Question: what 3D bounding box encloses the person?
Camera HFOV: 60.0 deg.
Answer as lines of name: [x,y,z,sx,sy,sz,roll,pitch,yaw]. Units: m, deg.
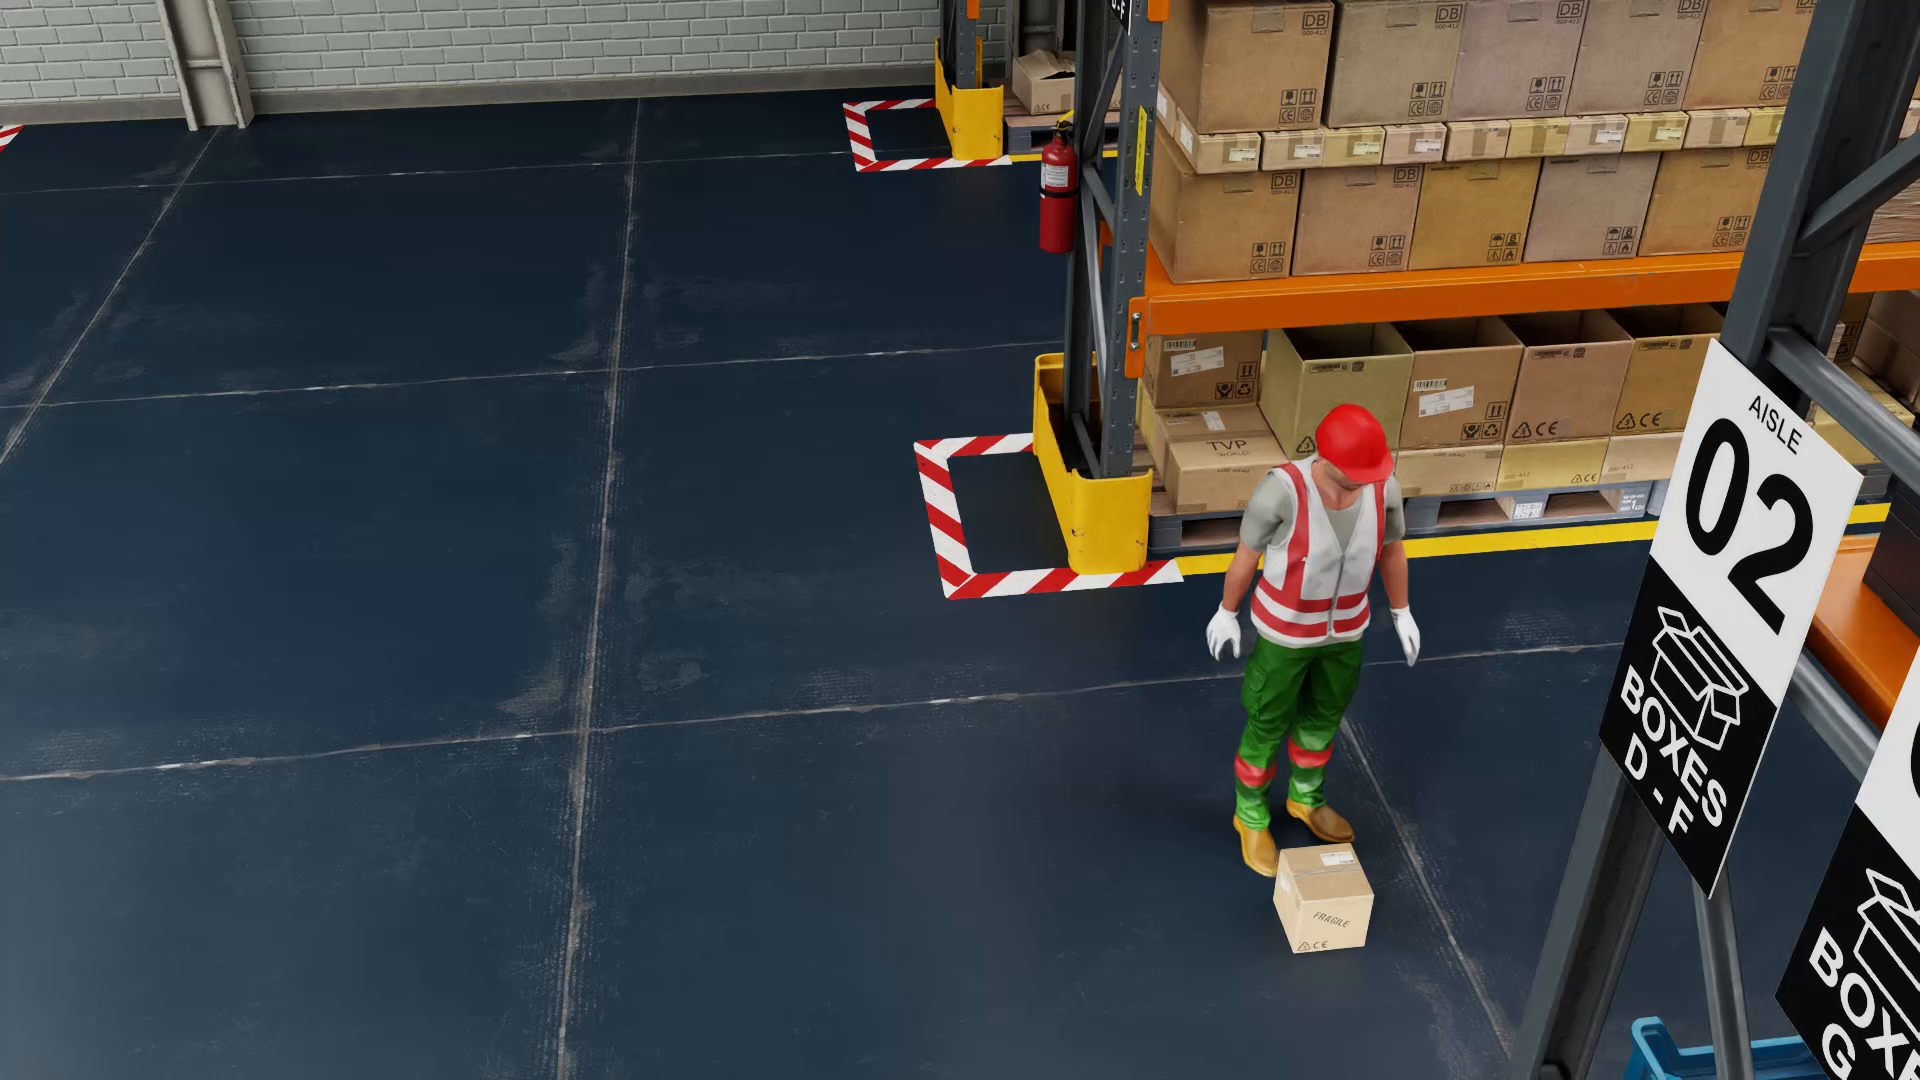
person: [1.222,0.330,5.630,0.688,1.816,0.402,-10,36,-14]
